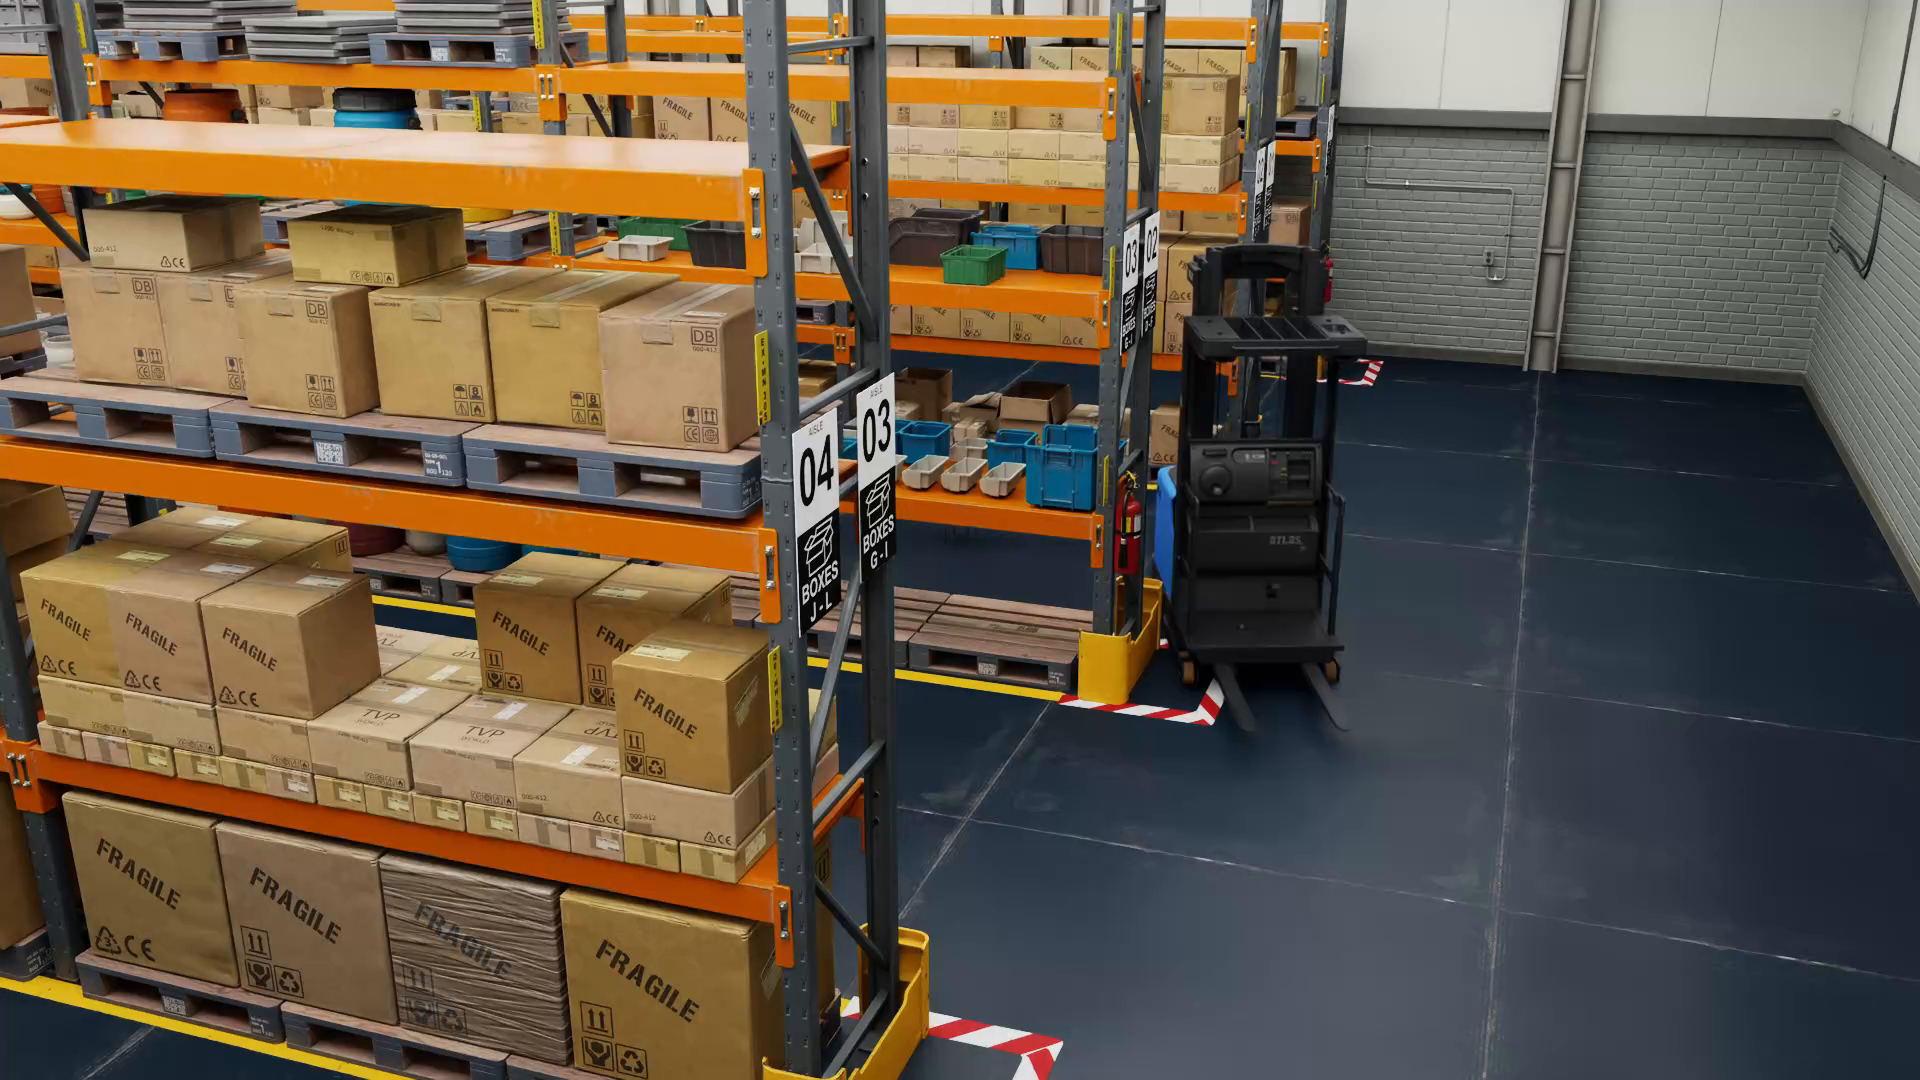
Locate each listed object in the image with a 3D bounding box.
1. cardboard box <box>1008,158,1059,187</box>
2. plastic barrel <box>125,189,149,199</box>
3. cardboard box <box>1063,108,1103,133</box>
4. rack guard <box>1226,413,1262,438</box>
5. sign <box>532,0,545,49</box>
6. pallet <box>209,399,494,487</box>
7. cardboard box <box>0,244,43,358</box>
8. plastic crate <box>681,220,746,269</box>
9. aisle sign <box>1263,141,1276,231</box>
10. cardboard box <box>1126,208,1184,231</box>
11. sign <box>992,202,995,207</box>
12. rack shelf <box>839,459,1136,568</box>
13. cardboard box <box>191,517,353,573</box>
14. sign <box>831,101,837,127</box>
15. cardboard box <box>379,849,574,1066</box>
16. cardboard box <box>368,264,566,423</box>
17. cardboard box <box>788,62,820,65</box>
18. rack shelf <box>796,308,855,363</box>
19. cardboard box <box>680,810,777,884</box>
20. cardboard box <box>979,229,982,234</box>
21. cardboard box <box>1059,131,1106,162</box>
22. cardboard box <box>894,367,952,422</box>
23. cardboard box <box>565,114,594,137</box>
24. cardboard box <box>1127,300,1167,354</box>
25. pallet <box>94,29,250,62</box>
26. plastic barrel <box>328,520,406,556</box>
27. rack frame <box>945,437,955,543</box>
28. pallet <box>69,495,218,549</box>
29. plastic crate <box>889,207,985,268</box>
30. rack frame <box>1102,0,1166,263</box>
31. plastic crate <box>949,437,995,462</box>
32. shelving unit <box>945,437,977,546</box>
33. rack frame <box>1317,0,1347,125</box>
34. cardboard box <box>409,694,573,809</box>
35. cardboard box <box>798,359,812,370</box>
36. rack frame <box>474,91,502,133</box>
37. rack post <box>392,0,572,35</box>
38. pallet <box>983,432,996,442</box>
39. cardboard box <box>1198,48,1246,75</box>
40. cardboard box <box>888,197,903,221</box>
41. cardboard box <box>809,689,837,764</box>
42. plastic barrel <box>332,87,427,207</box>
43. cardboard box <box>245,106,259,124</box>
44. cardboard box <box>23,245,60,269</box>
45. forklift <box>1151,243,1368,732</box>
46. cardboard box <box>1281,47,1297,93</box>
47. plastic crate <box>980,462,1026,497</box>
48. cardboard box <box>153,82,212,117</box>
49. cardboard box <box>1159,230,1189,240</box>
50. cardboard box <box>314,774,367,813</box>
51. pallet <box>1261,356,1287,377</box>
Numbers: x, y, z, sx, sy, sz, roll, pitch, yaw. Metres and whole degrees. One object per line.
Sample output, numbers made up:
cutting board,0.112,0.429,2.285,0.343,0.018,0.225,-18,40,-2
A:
cardboard box,0.766,-3.508,15.754,0.500,0.250,0.500,7,20,18
plastic barrel,-6.686,-2.701,13.446,0.294,0.245,0.294,0,19,0
cardboard box,1.308,-4.110,15.581,0.500,0.500,0.700,7,20,18
rack guard,2.678,-0.850,16.256,0.348,0.500,1.175,7,20,18
sign,-2.840,-3.478,11.200,0.005,0.325,0.100,7,20,18
pallet,-2.365,-0.525,7.104,1.213,0.211,1.003,7,20,18
cardboard box,-4.834,-1.096,7.817,0.500,0.500,0.700,7,20,19
plastic crate,-1.574,-2.050,11.542,0.590,0.269,0.497,7,20,18
aisle sign,2.911,-3.334,15.634,0.004,0.787,0.394,7,20,18
cardboard box,2.479,-3.917,20.801,0.700,0.700,0.980,6,20,15
sign,0.425,-4.335,20.816,0.005,0.325,0.100,7,20,18
rack shelf,-0.768,-0.359,12.142,4.000,0.370,1.077,7,20,18
cardboard box,-3.289,0.223,8.015,0.500,0.500,0.500,7,20,19
sign,-1.207,-4.128,15.921,0.005,0.325,0.100,7,20,18
cardboard box,-1.995,1.720,7.676,0.875,0.875,0.875,7,20,18
cardboard box,-2.009,-0.830,6.903,0.500,0.500,0.700,5,20,14
cardboard box,-2.190,-6.023,21.921,0.500,0.500,0.700,5,20,15
rack shelf,-2.918,-2.331,17.799,4.000,0.370,1.077,7,20,18
cardboard box,-0.949,1.240,6.844,0.250,0.149,0.380,7,20,19
cardboard box,0.297,-2.724,16.163,0.500,0.500,0.500,6,20,16
cardboard box,1.238,-3.689,15.515,0.500,0.250,0.500,7,20,18
cardboard box,-0.397,-1.509,17.476,0.500,0.500,0.500,7,20,18
cardboard box,-3.902,-4.259,17.527,0.500,0.500,0.910,7,20,18
cardboard box,1.747,-2.088,15.858,0.500,0.500,0.500,7,20,19
pallet,-5.765,-3.814,12.742,1.003,0.211,1.213,7,20,18
plastic barrel,-4.901,-0.237,13.725,0.708,0.588,0.600,7,20,18
rack frame,-0.088,-0.435,14.457,0.006,0.900,0.240,7,20,18
pallet,-7.155,-0.126,14.617,1.213,0.211,1.003,7,20,18
plastic crate,-0.232,-2.120,11.639,0.767,0.338,0.504,7,20,18
rack frame,1.121,-3.316,10.417,0.127,3.000,1.000,7,20,18
plastic crate,0.079,-0.649,12.191,0.298,0.136,0.250,7,20,18
shelving unit,0.008,-0.424,14.426,0.210,0.900,0.258,7,20,18
rack frame,4.372,-6.396,19.253,0.127,3.000,1.000,7,20,18
cardboard box,-2.009,0.908,7.190,0.500,0.250,0.500,6,20,16
cardboard box,-1.913,-1.664,17.922,0.500,0.500,0.500,7,20,19
rack frame,-4.807,-5.719,17.313,0.127,3.000,1.000,7,20,18
rack post,-3.443,-3.813,11.957,0.954,0.300,0.937,6,20,17
pallet,0.776,-0.932,16.930,1.213,0.211,1.003,7,20,18
cardboard box,3.122,-5.560,19.711,0.500,0.500,0.500,7,20,20
cardboard box,-0.882,-4.273,21.642,0.500,0.500,0.500,7,20,18
cardboard box,-0.869,0.852,7.351,0.500,0.250,0.500,6,20,17
plastic barrel,-4.320,-2.903,12.391,0.708,0.901,0.600,7,20,18
cardboard box,-8.006,-4.793,18.802,0.500,0.250,0.500,9,21,24
cardboard box,-10.962,-3.633,20.289,0.500,0.500,0.700,7,20,18
forklift,2.086,-0.473,11.479,1.130,2.935,3.031,-1,19,-1
cardboard box,3.762,-5.662,20.004,0.500,0.500,0.500,6,20,16
plastic crate,0.291,-0.418,11.529,0.243,0.136,0.396,7,20,18
cardboard box,-8.975,-5.183,19.329,0.500,0.500,0.500,8,21,23
cardboard box,1.921,-2.726,16.168,0.500,0.500,0.500,7,20,19
cardboard box,-2.639,1.047,7.397,0.250,0.149,0.380,6,20,16
pallet,3.591,-2.308,20.878,1.213,0.211,1.003,7,20,18
